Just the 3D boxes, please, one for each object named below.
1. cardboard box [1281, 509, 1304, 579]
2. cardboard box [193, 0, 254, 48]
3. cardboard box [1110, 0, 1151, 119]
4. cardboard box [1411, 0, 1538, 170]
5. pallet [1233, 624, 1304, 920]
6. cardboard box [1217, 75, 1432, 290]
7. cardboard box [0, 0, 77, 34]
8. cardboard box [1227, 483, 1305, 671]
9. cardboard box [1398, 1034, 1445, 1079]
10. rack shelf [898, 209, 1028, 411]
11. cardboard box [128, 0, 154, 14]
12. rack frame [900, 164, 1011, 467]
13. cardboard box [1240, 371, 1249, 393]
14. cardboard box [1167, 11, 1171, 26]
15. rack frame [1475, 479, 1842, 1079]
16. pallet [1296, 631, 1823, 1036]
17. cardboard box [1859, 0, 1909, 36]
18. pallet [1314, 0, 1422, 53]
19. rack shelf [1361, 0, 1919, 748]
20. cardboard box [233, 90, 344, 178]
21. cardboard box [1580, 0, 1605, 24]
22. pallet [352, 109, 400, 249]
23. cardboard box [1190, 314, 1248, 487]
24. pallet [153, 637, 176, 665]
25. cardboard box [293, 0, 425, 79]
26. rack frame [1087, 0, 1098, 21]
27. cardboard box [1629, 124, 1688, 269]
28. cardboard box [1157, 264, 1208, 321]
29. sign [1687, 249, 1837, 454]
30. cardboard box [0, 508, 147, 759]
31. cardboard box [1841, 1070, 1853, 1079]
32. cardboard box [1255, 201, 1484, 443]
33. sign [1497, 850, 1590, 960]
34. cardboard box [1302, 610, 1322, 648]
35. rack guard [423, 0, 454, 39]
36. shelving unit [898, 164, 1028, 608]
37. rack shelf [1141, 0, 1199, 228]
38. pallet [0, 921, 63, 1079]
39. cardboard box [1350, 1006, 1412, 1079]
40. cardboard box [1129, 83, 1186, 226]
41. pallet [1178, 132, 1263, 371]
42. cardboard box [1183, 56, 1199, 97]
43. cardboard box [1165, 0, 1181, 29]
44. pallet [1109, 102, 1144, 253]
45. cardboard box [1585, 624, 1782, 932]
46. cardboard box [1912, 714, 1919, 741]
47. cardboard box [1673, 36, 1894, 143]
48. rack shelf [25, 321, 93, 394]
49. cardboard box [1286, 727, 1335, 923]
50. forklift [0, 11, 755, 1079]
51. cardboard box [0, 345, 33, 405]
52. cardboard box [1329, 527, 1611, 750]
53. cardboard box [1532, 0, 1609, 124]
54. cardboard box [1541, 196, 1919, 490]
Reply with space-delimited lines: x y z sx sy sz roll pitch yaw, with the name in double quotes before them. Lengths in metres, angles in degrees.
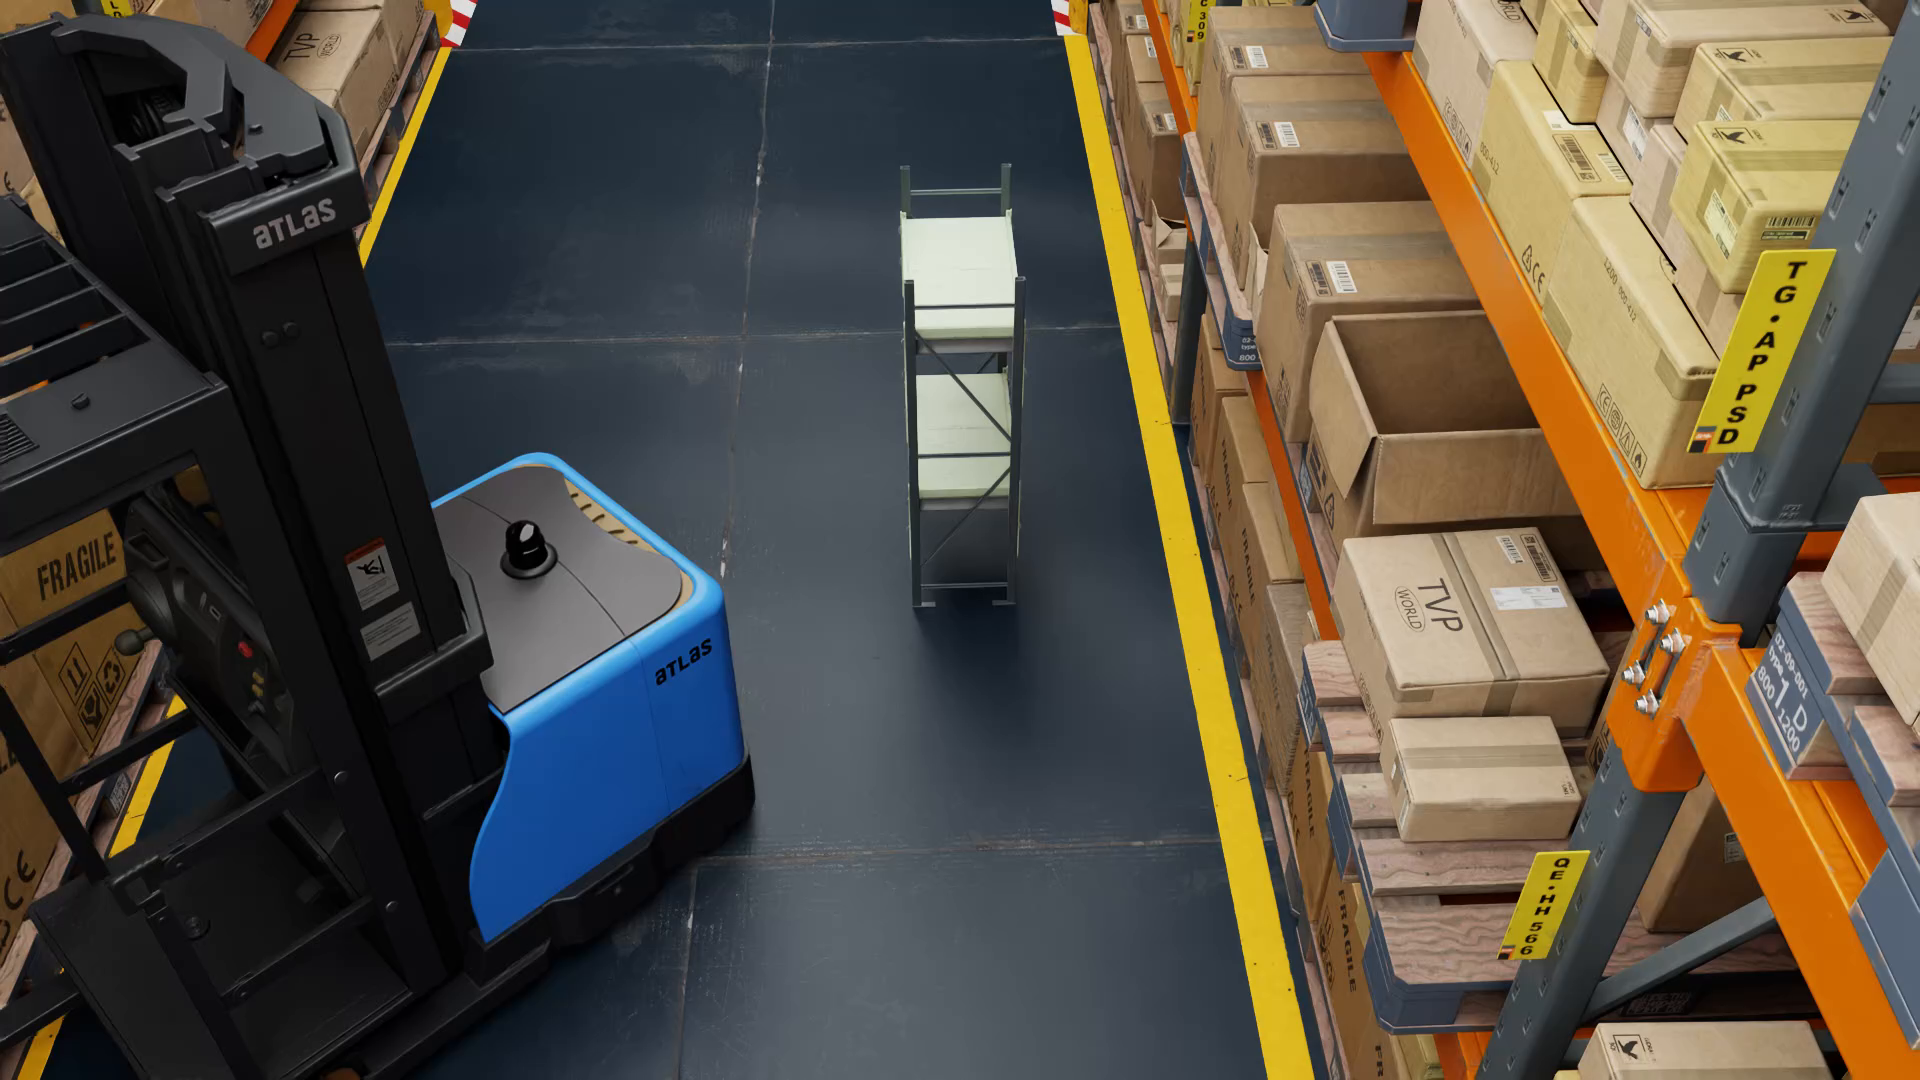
"cardboard box" 1.295 -0.003 5.593 0.380 0.149 0.250 0 43 0
"cardboard box" -3.307 -2.216 6.874 0.500 0.500 0.500 -1 43 -2
"cardboard box" 1.186 -2.600 8.906 0.700 0.500 0.500 0 43 0
"cardboard box" 1.289 -1.027 3.542 0.500 0.250 0.500 -2 43 -2
"pallet" 1.554 0.741 5.785 1.003 0.211 1.213 -2 43 -2
"cardboard box" 1.246 -1.170 5.421 0.700 0.500 0.500 -1 43 -1
"cardboard box" -3.262 -1.627 5.491 0.500 0.500 0.500 0 43 0
"cardboard box" 1.272 0.135 5.921 0.500 0.500 0.500 -3 43 -3
"cardboard box" 1.323 1.241 4.235 0.380 0.149 0.250 -4 43 -4
"rack shelf" 0.000 -0.836 5.975 0.431 0.370 0.720 -2 43 -2
"cardboard box" -3.310 -2.249 6.170 0.500 0.500 0.500 -1 43 -2
"rack frame" -0.015 -0.795 6.508 0.400 1.500 0.023 -2 43 -2
"cardboard box" 1.266 -0.698 6.351 0.380 0.149 0.250 -3 43 -3
"cardboard box" 1.109 -2.304 7.229 0.380 0.149 0.250 -1 43 -1
"rack frame" 1.597 1.040 3.396 1.000 3.000 0.127 -2 43 -2
"pallet" 1.498 0.655 3.957 1.213 0.211 1.003 -2 43 -2
"cardboard box" 1.805 -1.042 3.043 0.380 0.149 0.250 0 43 0
"pallet" 1.432 -1.555 4.145 1.213 0.211 1.003 -2 43 -2
"rack shelf" 1.512 -1.151 4.098 1.077 0.370 4.000 -2 43 -2
"cardboard box" -3.490 -1.757 8.032 0.875 0.438 0.875 -3 43 -3
"cardboard box" 1.351 -1.022 3.021 0.380 0.149 0.250 -2 43 -2
"pallet" -3.541 -1.829 8.589 1.003 0.211 1.213 -2 43 -2
"cardboard box" 1.223 -0.561 6.681 0.500 0.500 0.500 0 43 0
"pallet" -3.424 0.031 6.560 1.003 0.211 1.213 -2 43 -2
"cardboard box" -3.574 -2.983 9.370 0.875 0.438 0.875 -3 43 -3
"rack frame" 1.257 -4.361 9.288 1.000 3.000 0.127 -2 43 -2
"cardboard box" 1.350 -0.565 2.743 0.380 0.149 0.250 -3 43 -3
"cardboard box" 1.110 -1.132 7.564 0.380 0.149 0.250 -3 43 -3
"sign" 1.055 -0.242 2.192 0.100 0.325 0.005 -2 43 -2
"cardboard box" -3.379 0.139 5.640 0.875 0.875 0.875 -1 43 -1
"cardboard box" 1.894 1.206 2.955 0.500 0.250 0.500 -1 43 -1
"cardboard box" 1.280 -0.640 4.843 0.700 0.500 0.500 -2 43 -2
"sign" 1.055 0.664 3.007 0.100 0.325 0.005 -2 43 -2
"cardboard box" 1.295 0.345 5.212 0.380 0.149 0.250 -4 43 -4
"rack guard" -3.703 -3.311 9.992 1.175 0.500 0.348 -2 43 -2
"shelving unit" 0.000 -0.548 6.238 0.431 1.500 0.755 -2 43 -2
"rack shelf" 1.342 -2.745 8.058 1.077 0.370 4.000 -2 43 -2
"pallet" -3.320 1.678 4.763 1.003 0.211 1.213 -2 43 -2
"cardboard box" 1.364 1.527 4.403 0.500 0.500 0.500 -1 43 -1
"cardboard box" 1.230 -1.900 8.142 0.700 0.500 0.500 -3 43 -3
"pallet" 1.352 -1.047 5.815 1.003 0.211 1.213 -2 43 -2
"cardboard box" 1.129 -1.951 6.845 0.380 0.149 0.250 -1 43 -1
"cardboard box" 1.126 -2.389 7.028 0.500 0.250 0.500 -2 43 -2
"pallet" 1.344 -1.922 8.690 1.003 0.211 1.213 -2 43 -2
"cardboard box" 1.731 0.496 3.604 0.500 0.500 0.500 0 43 0
"cardboard box" 1.384 0.202 1.631 0.500 0.500 0.500 -1 43 -1
"cardboard box" 1.381 -0.671 2.638 0.380 0.149 0.250 -3 43 -3
"rack shelf" -3.447 0.100 4.954 1.077 0.370 4.000 -2 43 -2
"cardboard box" 1.329 0.836 5.157 0.500 0.500 0.500 0 43 0
"forklift" -2.100 0.327 4.224 3.031 2.935 1.130 -34 52 -31
"cardboard box" -3.238 -0.480 5.164 0.500 0.250 0.500 -3 43 -3
"cardboard box" 1.229 0.237 4.071 0.500 0.250 0.500 -3 43 -4
"cardboard box" 1.310 -0.910 3.119 0.380 0.149 0.250 -2 43 -2
"cardboard box" 1.333 -0.350 2.803 0.500 0.250 0.500 -3 43 -3
